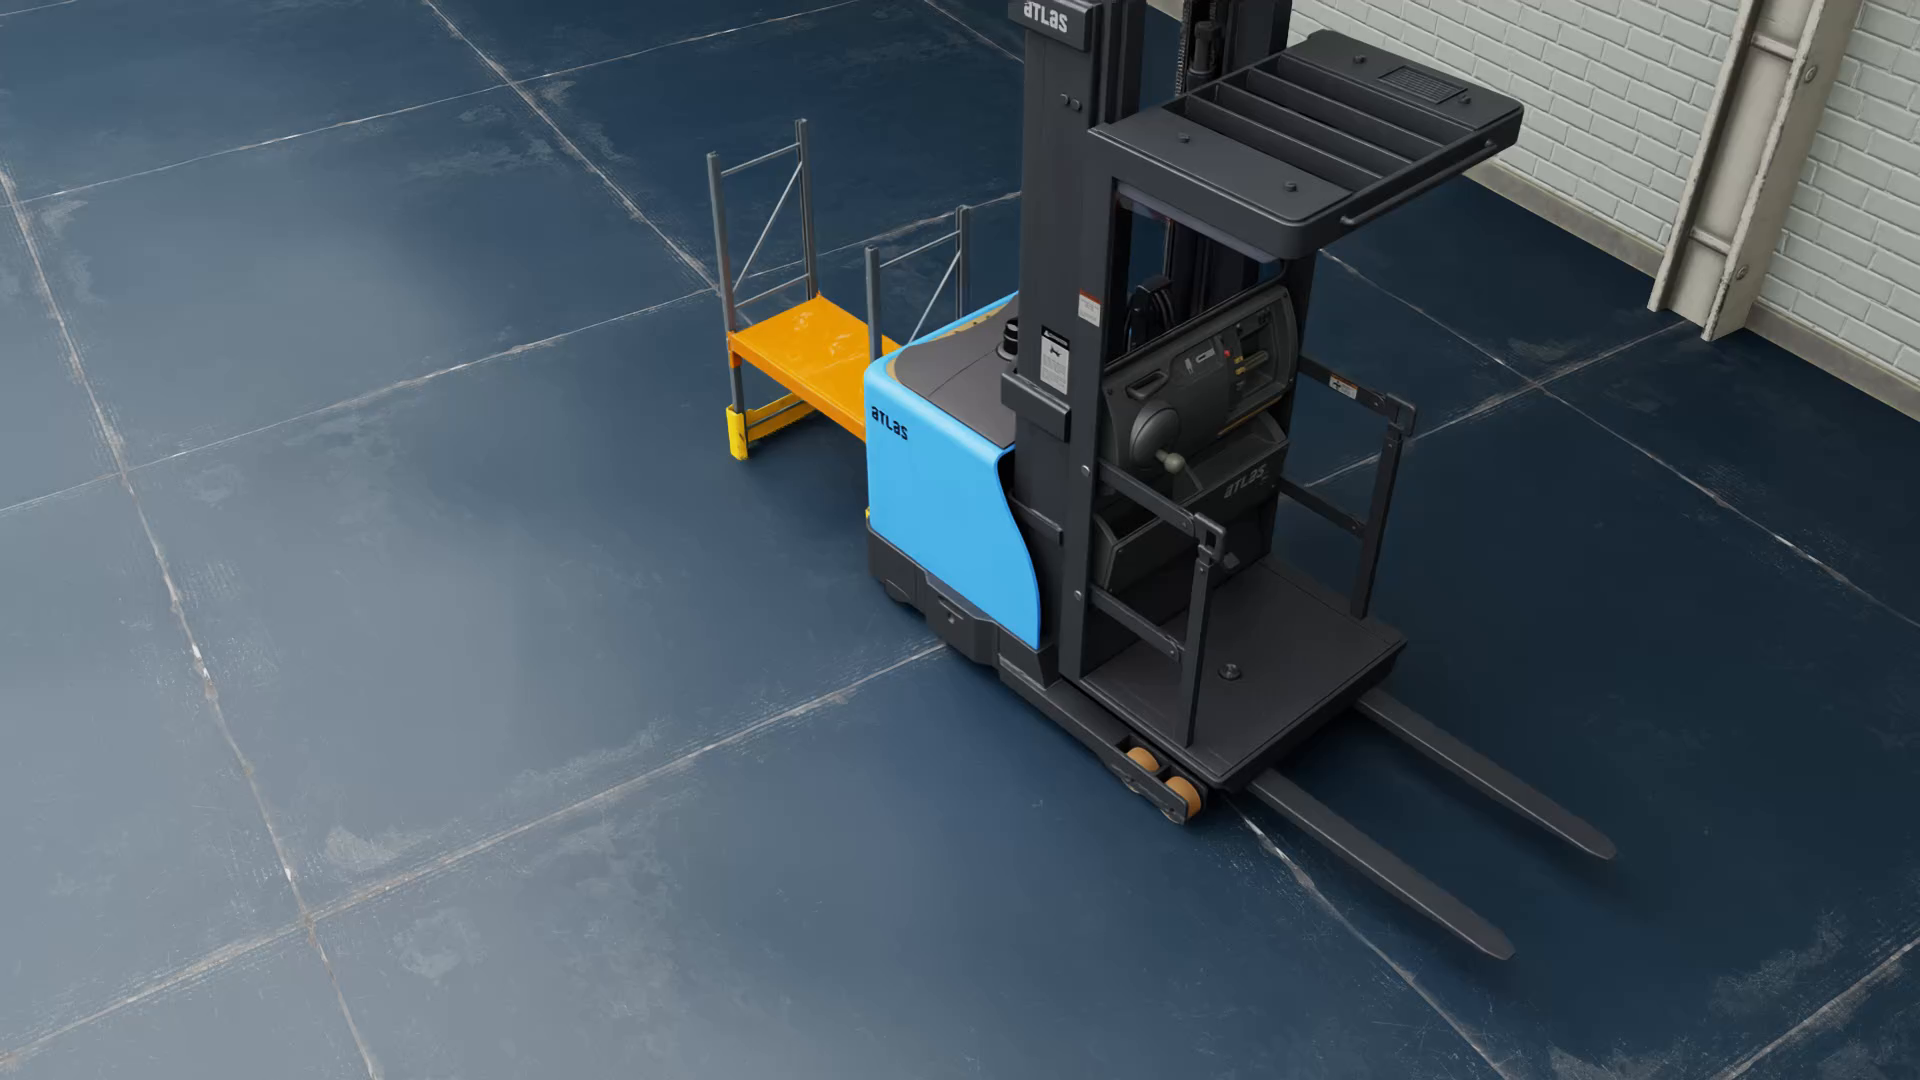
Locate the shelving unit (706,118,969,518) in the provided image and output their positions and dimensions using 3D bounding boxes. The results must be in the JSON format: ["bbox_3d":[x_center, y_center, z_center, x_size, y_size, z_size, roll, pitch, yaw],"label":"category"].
[{"bbox_3d":[-0.495,-0.853,7.102,0.587,1.500,1.083,-30,48,-31],"label":"shelving unit"}]

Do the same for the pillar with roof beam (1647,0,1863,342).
[{"bbox_3d":[0.203,-3.141,3.990,9.100,9.000,0.400,-22,45,-24],"label":"pillar with roof beam"}]

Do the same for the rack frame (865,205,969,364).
[{"bbox_3d":[-0.160,-0.615,6.817,0.500,1.500,0.032,-30,48,-31],"label":"rack frame"}]

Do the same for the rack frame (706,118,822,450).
[{"bbox_3d":[-0.841,-1.098,7.397,0.500,1.500,0.032,-30,48,-31],"label":"rack frame"}]

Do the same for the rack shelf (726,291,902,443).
[{"bbox_3d":[-0.501,-0.719,7.222,0.538,0.185,1.000,-30,48,-31],"label":"rack shelf"}]

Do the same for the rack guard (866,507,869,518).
[{"bbox_3d":[-0.161,-0.136,7.218,0.587,0.250,0.087,-30,48,-31],"label":"rack guard"}]

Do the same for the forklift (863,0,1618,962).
[{"bbox_3d":[0.972,-0.476,5.531,1.130,2.935,3.031,-30,48,-31],"label":"forklift"}]

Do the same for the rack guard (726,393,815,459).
[{"bbox_3d":[-0.828,-0.609,7.786,0.587,0.250,0.087,-30,48,-31],"label":"rack guard"}]
